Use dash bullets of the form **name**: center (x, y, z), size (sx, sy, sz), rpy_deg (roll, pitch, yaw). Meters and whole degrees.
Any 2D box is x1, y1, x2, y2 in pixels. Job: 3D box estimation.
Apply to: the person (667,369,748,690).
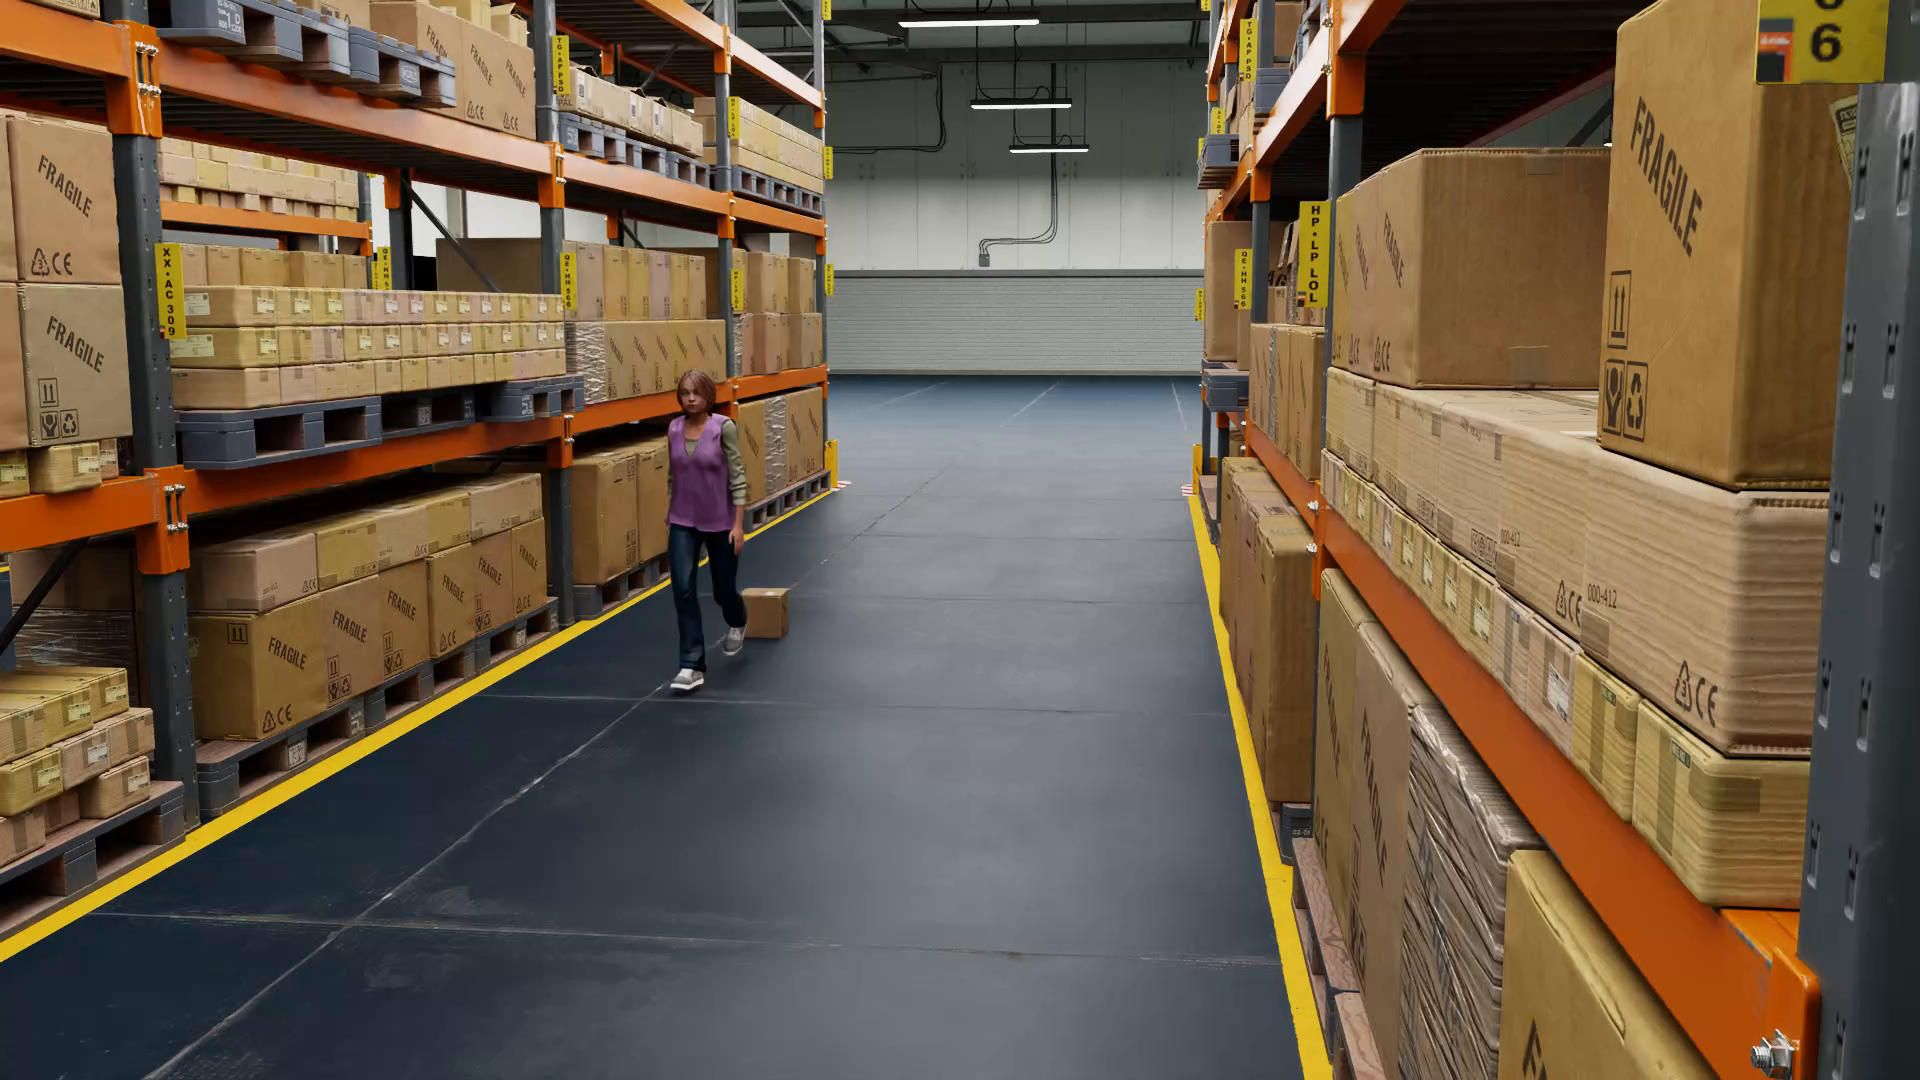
- **person**: center (-1.256, -0.081, 8.367), size (0.428, 1.559, 0.834), rpy_deg (1, 8, 8)
